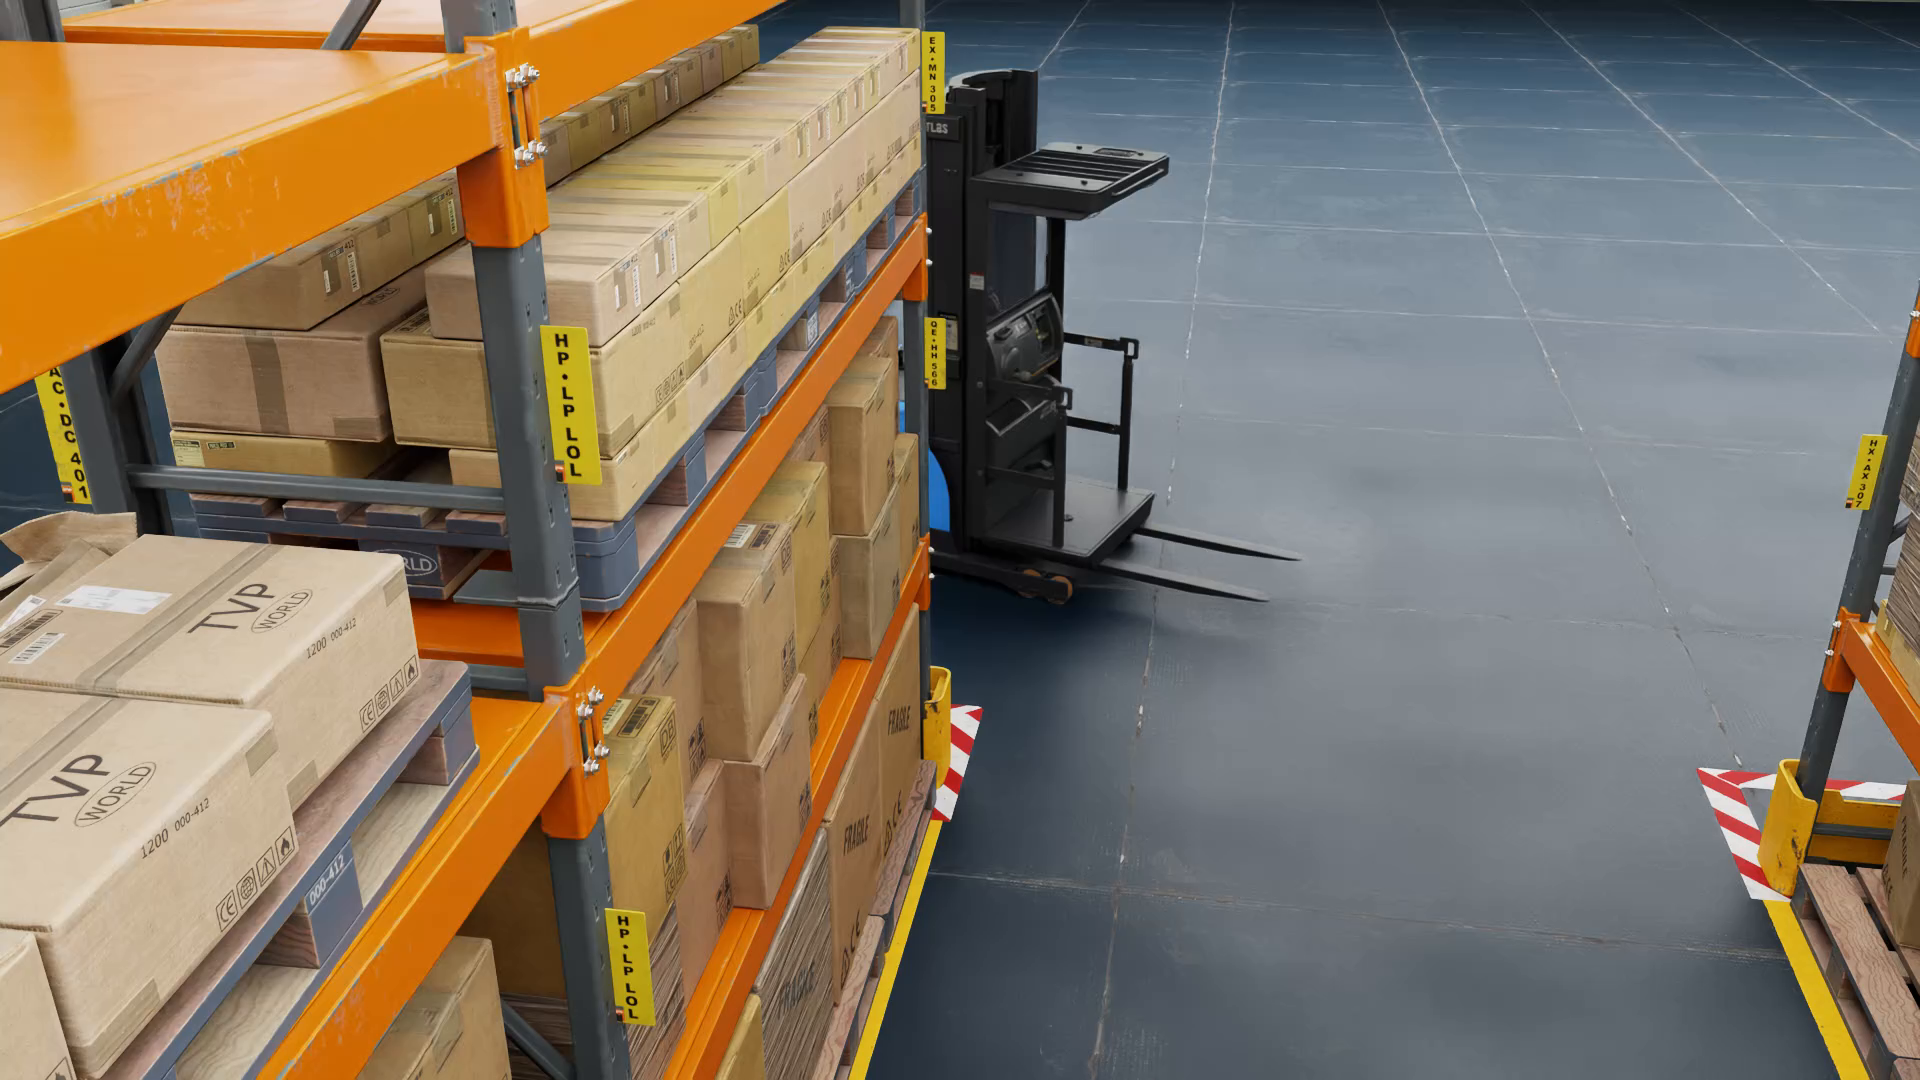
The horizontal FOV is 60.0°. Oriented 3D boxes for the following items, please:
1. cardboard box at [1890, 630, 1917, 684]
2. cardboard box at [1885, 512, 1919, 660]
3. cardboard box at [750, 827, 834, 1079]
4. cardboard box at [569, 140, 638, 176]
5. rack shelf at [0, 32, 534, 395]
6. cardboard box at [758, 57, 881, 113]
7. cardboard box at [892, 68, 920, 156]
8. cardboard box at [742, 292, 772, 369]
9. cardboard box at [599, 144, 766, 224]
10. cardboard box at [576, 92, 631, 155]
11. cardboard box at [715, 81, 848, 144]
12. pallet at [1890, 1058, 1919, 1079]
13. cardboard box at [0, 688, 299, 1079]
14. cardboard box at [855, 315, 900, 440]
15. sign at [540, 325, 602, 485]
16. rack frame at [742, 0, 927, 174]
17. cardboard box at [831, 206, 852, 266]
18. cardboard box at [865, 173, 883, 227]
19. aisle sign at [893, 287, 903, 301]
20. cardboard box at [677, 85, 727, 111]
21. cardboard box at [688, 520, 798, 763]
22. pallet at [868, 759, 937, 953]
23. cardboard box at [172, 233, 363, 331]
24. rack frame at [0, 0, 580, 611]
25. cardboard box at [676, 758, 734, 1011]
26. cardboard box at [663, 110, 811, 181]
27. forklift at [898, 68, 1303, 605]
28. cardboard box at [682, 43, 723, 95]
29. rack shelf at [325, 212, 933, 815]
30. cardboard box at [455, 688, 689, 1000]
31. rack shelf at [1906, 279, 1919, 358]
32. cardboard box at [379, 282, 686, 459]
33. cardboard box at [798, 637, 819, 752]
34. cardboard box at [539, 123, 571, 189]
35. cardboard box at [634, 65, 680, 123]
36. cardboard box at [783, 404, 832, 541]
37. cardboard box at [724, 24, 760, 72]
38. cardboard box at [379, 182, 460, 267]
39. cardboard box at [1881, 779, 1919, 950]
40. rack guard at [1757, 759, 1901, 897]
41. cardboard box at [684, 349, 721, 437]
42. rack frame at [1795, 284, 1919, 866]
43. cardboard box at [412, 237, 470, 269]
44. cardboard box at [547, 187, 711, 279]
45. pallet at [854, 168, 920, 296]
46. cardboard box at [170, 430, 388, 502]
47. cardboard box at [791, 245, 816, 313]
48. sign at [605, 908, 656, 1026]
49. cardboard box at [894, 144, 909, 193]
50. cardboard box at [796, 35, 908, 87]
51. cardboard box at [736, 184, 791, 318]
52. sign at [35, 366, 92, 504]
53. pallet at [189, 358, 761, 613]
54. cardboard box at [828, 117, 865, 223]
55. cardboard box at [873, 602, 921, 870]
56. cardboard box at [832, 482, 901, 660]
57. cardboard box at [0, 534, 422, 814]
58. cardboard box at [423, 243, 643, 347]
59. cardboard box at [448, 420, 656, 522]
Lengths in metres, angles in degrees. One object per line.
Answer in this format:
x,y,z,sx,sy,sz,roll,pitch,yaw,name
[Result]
3.890,0.474,6.495,0.380,0.149,0.250,4,25,9,cardboard box
4.114,0.203,6.310,0.875,0.500,0.500,4,25,9,cardboard box
-0.984,1.578,5.851,0.875,0.875,0.875,4,25,9,cardboard box
-1.224,-1.075,5.183,0.500,0.250,0.500,4,25,8,cardboard box
-1.626,0.068,1.311,1.077,0.370,4.000,4,25,9,rack shelf
-0.491,-1.589,5.810,0.380,0.149,0.250,4,25,9,cardboard box
-0.450,-1.668,6.450,0.500,0.250,0.500,4,25,9,cardboard box
-0.740,-0.593,4.624,0.380,0.149,0.250,4,25,8,cardboard box
-0.740,-0.955,4.457,0.380,0.149,0.250,4,25,9,cardboard box
-1.264,-1.317,5.229,0.380,0.149,0.250,4,25,9,cardboard box
-0.574,-1.377,5.357,0.380,0.149,0.250,4,25,8,cardboard box
3.850,2.295,5.598,1.003,0.211,1.213,4,25,9,pallet
-1.284,0.447,2.282,0.500,0.250,0.500,4,25,8,cardboard box
-0.744,-0.636,7.120,0.875,0.550,0.550,4,25,9,cardboard box
-0.762,-0.260,3.248,0.100,0.325,0.005,4,25,9,sign
-0.645,-2.949,6.435,1.000,3.000,0.127,4,25,9,rack frame
-0.573,-1.018,5.531,0.380,0.149,0.250,4,25,9,cardboard box
-0.490,-1.231,5.986,0.380,0.149,0.250,4,25,9,cardboard box
-0.338,-1.418,7.174,0.394,0.787,0.004,4,25,9,aisle sign
-1.059,-1.496,6.082,0.500,0.250,0.500,4,25,8,cardboard box
-1.006,0.278,5.167,0.875,0.550,0.550,4,25,9,cardboard box
-0.699,1.371,7.572,1.003,0.211,1.213,4,25,9,pallet
-1.554,-0.575,3.644,0.380,0.149,0.250,4,25,8,cardboard box
-1.299,-1.276,2.861,1.000,3.000,0.127,4,25,9,rack frame
-1.183,0.987,4.927,0.875,0.550,0.550,4,25,9,cardboard box
-0.656,-1.165,4.905,0.380,0.149,0.250,4,25,8,cardboard box
0.572,-1.200,9.856,3.031,2.935,1.130,13,28,25,forklift
-1.097,-1.744,6.141,0.380,0.149,0.250,4,25,8,cardboard box
-0.972,-0.428,5.436,1.077,0.370,4.000,4,25,9,rack shelf
-1.205,0.732,4.196,0.875,0.550,0.550,4,25,9,cardboard box
3.905,-0.042,4.611,1.077,0.370,4.000,4,25,9,rack shelf
-0.943,-0.404,3.750,0.500,0.250,0.500,4,25,9,cardboard box
-0.991,0.540,5.880,0.875,0.550,0.500,4,25,9,cardboard box
-1.347,-1.103,4.772,0.380,0.149,0.250,4,25,8,cardboard box
-1.181,-1.530,5.685,0.380,0.149,0.250,4,25,8,cardboard box
-0.969,-0.175,6.134,0.875,0.550,0.550,4,25,9,cardboard box
-1.014,-1.955,6.593,0.380,0.149,0.250,4,25,9,cardboard box
-1.471,-0.786,4.094,0.380,0.149,0.250,4,25,8,cardboard box
4.113,1.356,6.767,0.500,0.500,0.500,9,27,18,cardboard box
4.219,1.318,7.344,1.175,0.500,0.348,4,25,9,rack guard
-0.822,-0.380,4.169,0.380,0.149,0.250,4,25,8,cardboard box
4.231,0.154,6.882,1.000,3.000,0.127,4,25,9,rack frame
-1.389,-0.655,4.285,0.500,0.250,0.500,4,25,8,cardboard box
-0.822,-0.741,4.000,0.380,0.149,0.250,4,25,8,cardboard box
-0.756,-1.239,6.425,1.003,0.211,1.213,4,25,9,pallet
-1.555,-0.213,3.812,0.380,0.149,0.250,4,25,8,cardboard box
-0.656,-0.804,5.074,0.380,0.149,0.250,4,25,9,cardboard box
-0.762,0.986,3.832,0.100,0.325,0.005,4,25,9,sign
-0.407,-1.444,6.441,0.380,0.149,0.250,4,25,9,cardboard box
-0.408,-1.804,6.270,0.380,0.149,0.250,4,25,9,cardboard box
-0.780,-0.827,4.652,0.500,0.250,0.500,4,25,8,cardboard box
-1.847,-0.225,3.451,0.100,0.325,0.005,4,25,9,sign
-1.155,-0.218,4.245,1.003,0.211,1.213,4,25,9,pallet
-0.615,-1.249,5.555,0.500,0.250,0.500,4,25,8,cardboard box
-0.691,0.829,7.452,0.875,0.875,0.875,4,25,9,cardboard box
-0.730,0.090,6.842,0.875,0.550,0.550,4,25,9,cardboard box
-1.257,0.222,2.763,0.500,0.250,0.500,4,25,9,cardboard box
-0.904,-0.529,3.545,0.380,0.149,0.250,4,25,9,cardboard box
-0.904,-0.167,3.714,0.380,0.149,0.250,4,25,8,cardboard box
